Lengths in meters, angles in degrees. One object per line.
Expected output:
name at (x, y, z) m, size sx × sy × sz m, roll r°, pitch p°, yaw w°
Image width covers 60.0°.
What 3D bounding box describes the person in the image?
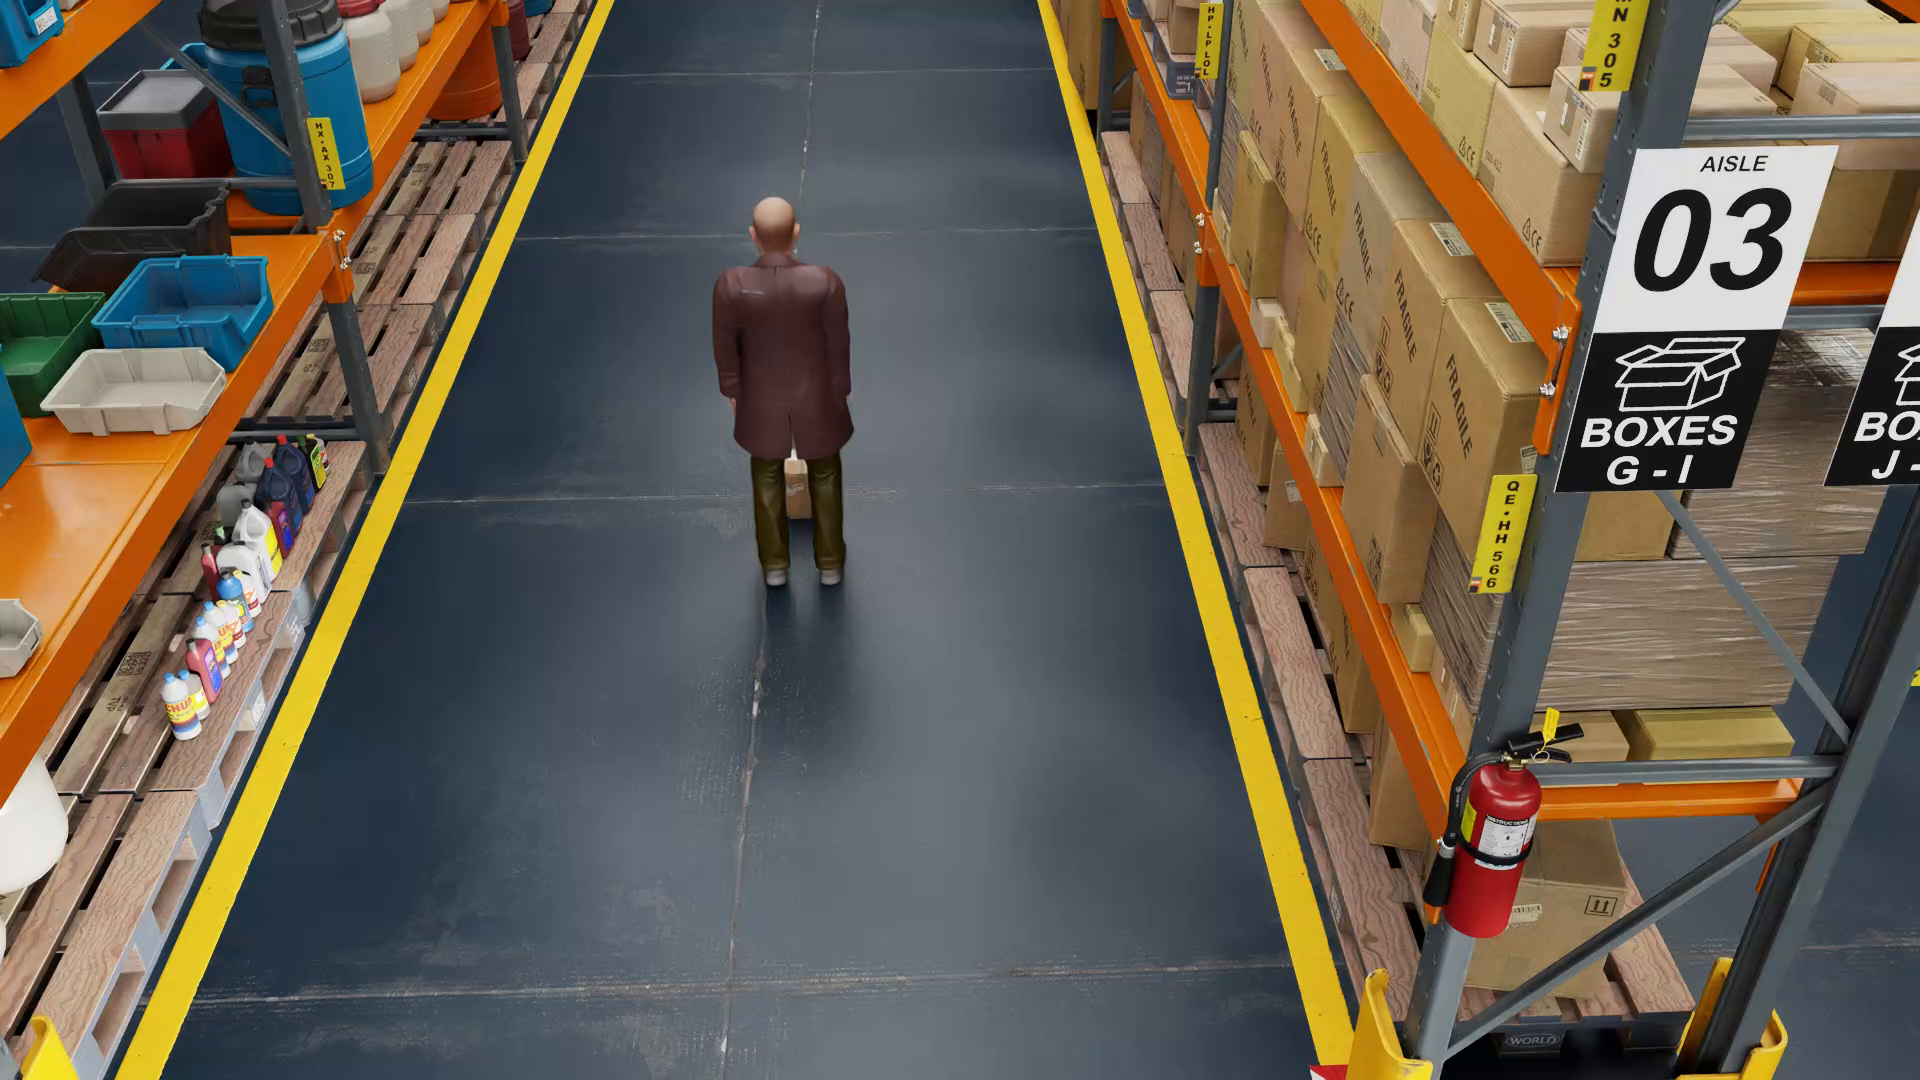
person at (-0.738, -0.612, 7.056) m, size 0.567 × 1.768 × 0.378 m, roll -1°, pitch 35°, yaw -1°
